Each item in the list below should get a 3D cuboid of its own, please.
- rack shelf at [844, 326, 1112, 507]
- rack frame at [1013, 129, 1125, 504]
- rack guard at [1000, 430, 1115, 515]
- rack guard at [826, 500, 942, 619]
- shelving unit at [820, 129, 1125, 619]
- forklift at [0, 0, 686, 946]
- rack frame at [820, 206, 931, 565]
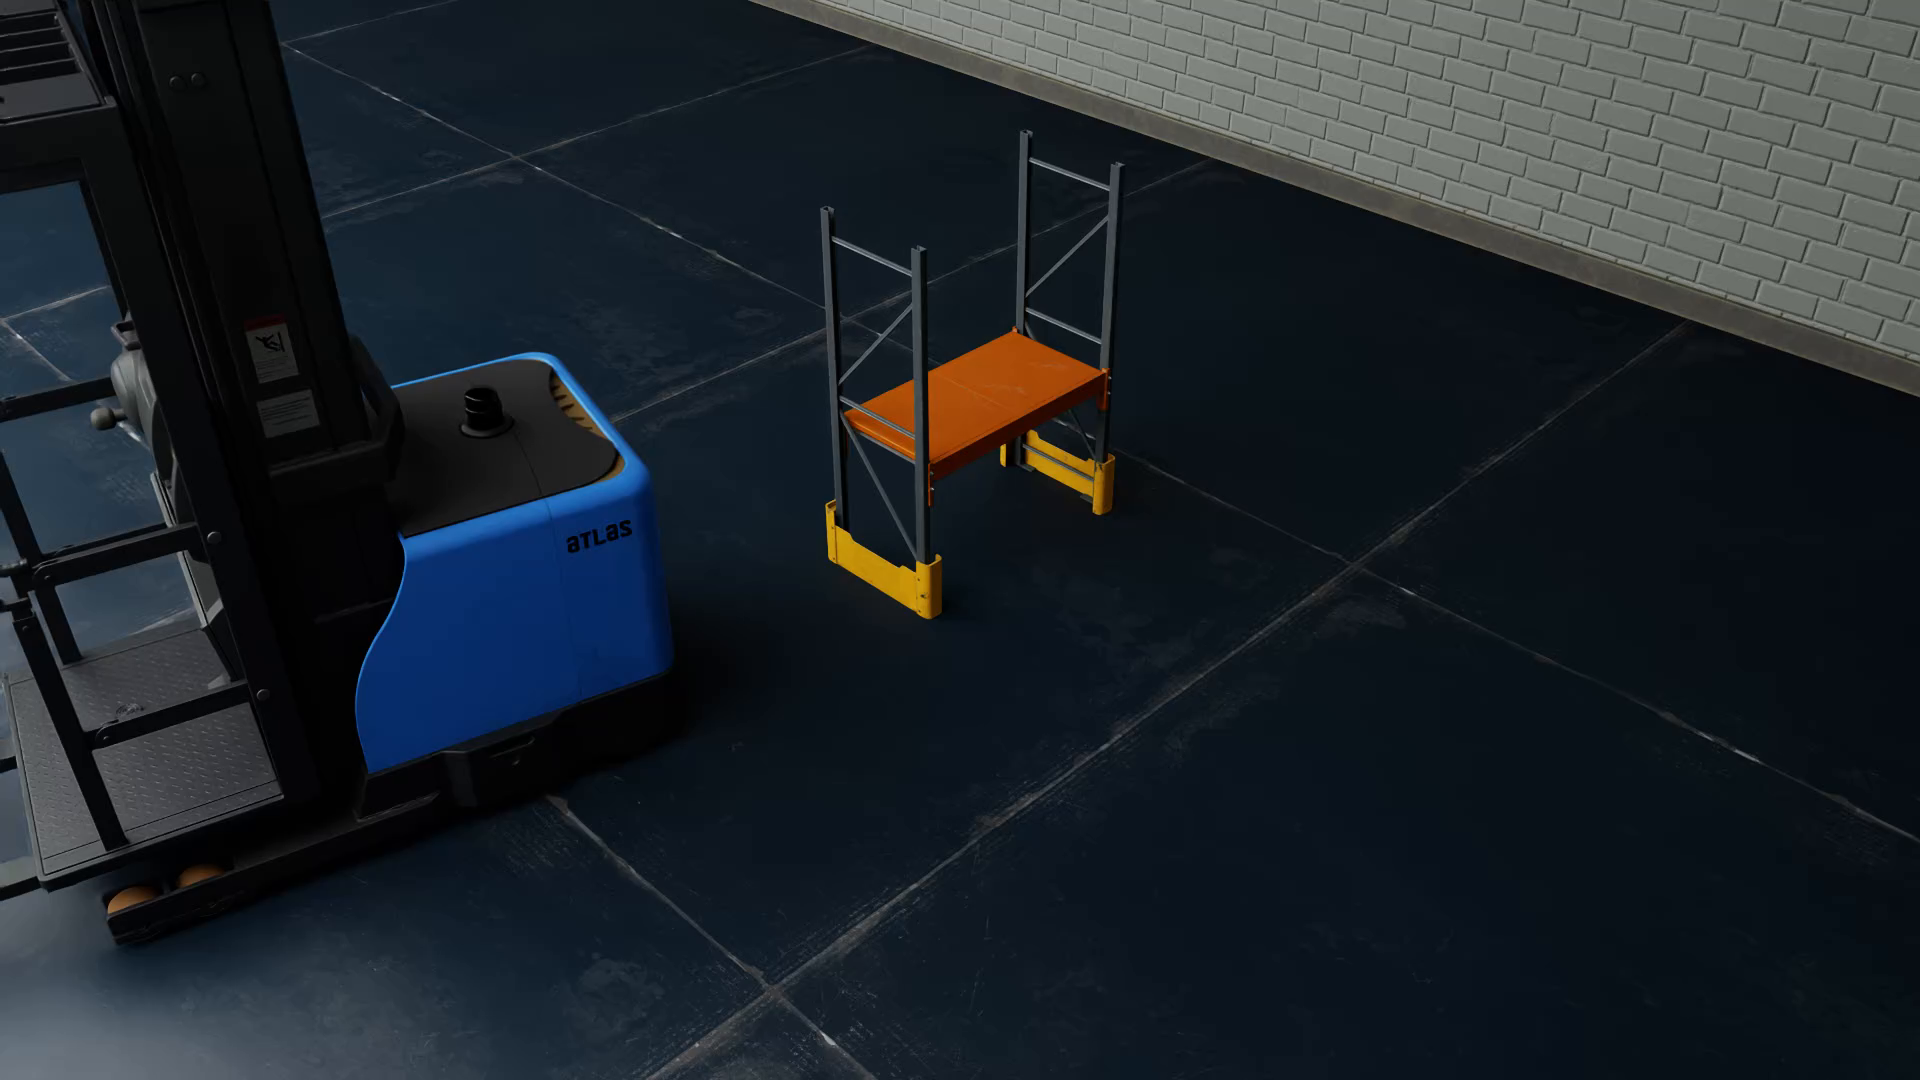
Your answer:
[{"bbox_3d":[0.060,-0.502,6.474,0.538,0.185,1.000,30,45,35],"label":"rack shelf"},{"bbox_3d":[0.418,-0.856,6.667,0.500,1.500,0.032,30,45,35],"label":"rack frame"},{"bbox_3d":[0.405,-0.336,7.013,0.587,0.250,0.087,30,45,35],"label":"rack guard"},{"bbox_3d":[-0.297,0.069,6.433,0.587,0.250,0.087,30,45,35],"label":"rack guard"},{"bbox_3d":[0.054,-0.646,6.365,0.587,1.500,1.083,30,45,35],"label":"shelving unit"},{"bbox_3d":[-2.483,-0.339,4.674,3.031,2.935,1.130,-19,39,-25],"label":"forklift"},{"bbox_3d":[-0.298,-0.443,6.075,0.500,1.500,0.032,30,45,35],"label":"rack frame"}]
